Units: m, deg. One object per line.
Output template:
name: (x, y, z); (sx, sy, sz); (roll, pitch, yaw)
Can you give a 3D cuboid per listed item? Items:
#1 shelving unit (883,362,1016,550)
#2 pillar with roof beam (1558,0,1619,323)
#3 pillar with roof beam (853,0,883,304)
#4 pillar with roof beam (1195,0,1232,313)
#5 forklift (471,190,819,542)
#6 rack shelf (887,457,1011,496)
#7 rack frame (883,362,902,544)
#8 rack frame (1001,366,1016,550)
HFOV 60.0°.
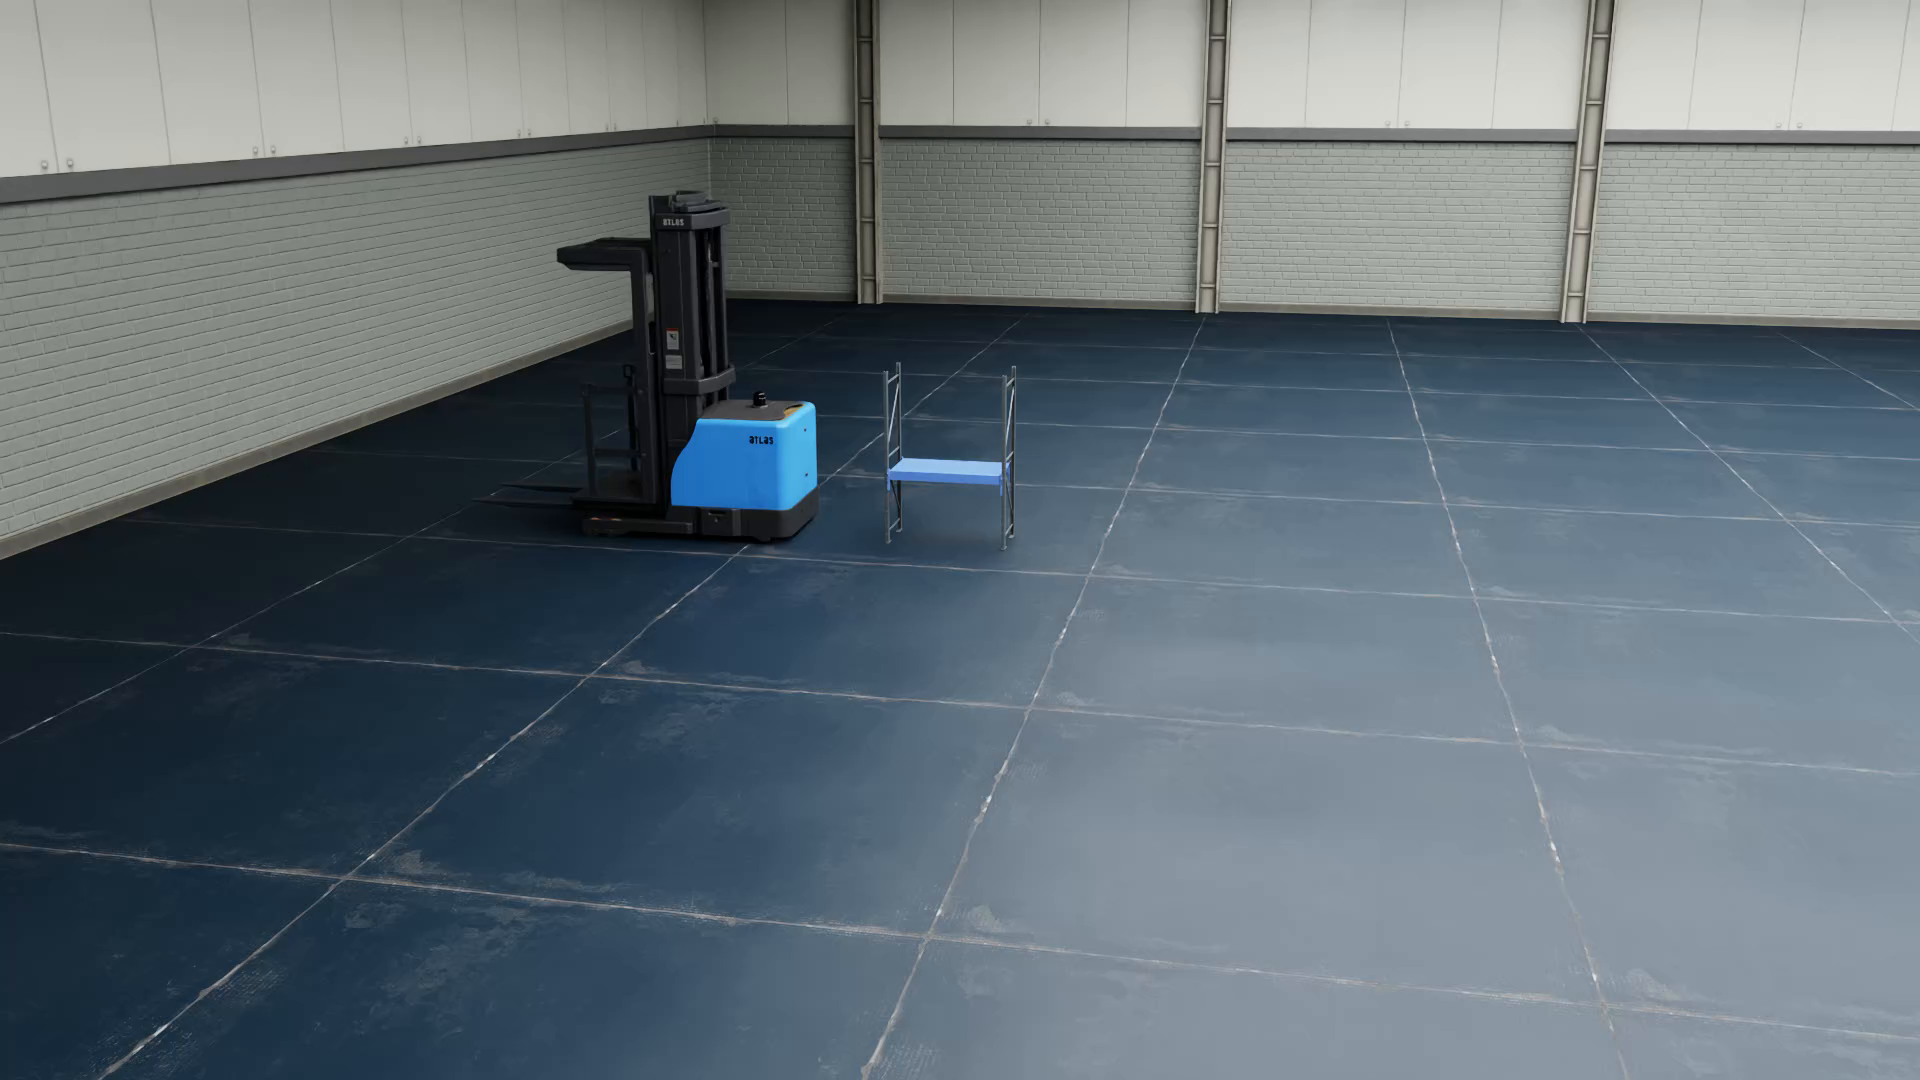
shelving unit: (-0.084, -0.727, 14.308); (1.048, 1.500, 0.538); (3, 16, 11)
pillar with roof beam: (9.292, -6.834, 22.307); (0.400, 9.000, 9.100); (3, 16, 11)
pillar with roof beam: (-2.468, -7.472, 24.611); (0.400, 9.000, 9.100); (3, 16, 11)
pillar with roof beam: (3.412, -7.153, 23.459); (0.400, 9.000, 9.100); (3, 16, 11)
forklift: (-2.854, -1.570, 14.668); (3.031, 2.935, 1.130); (3, 16, 10)
rack shelf: (-0.084, -0.554, 14.356); (1.000, 0.185, 0.538); (3, 16, 11)
rack frame: (-0.582, -0.754, 14.406); (0.032, 1.500, 0.500); (3, 16, 11)
rack frame: (0.415, -0.700, 14.211); (0.032, 1.500, 0.500); (3, 16, 11)
